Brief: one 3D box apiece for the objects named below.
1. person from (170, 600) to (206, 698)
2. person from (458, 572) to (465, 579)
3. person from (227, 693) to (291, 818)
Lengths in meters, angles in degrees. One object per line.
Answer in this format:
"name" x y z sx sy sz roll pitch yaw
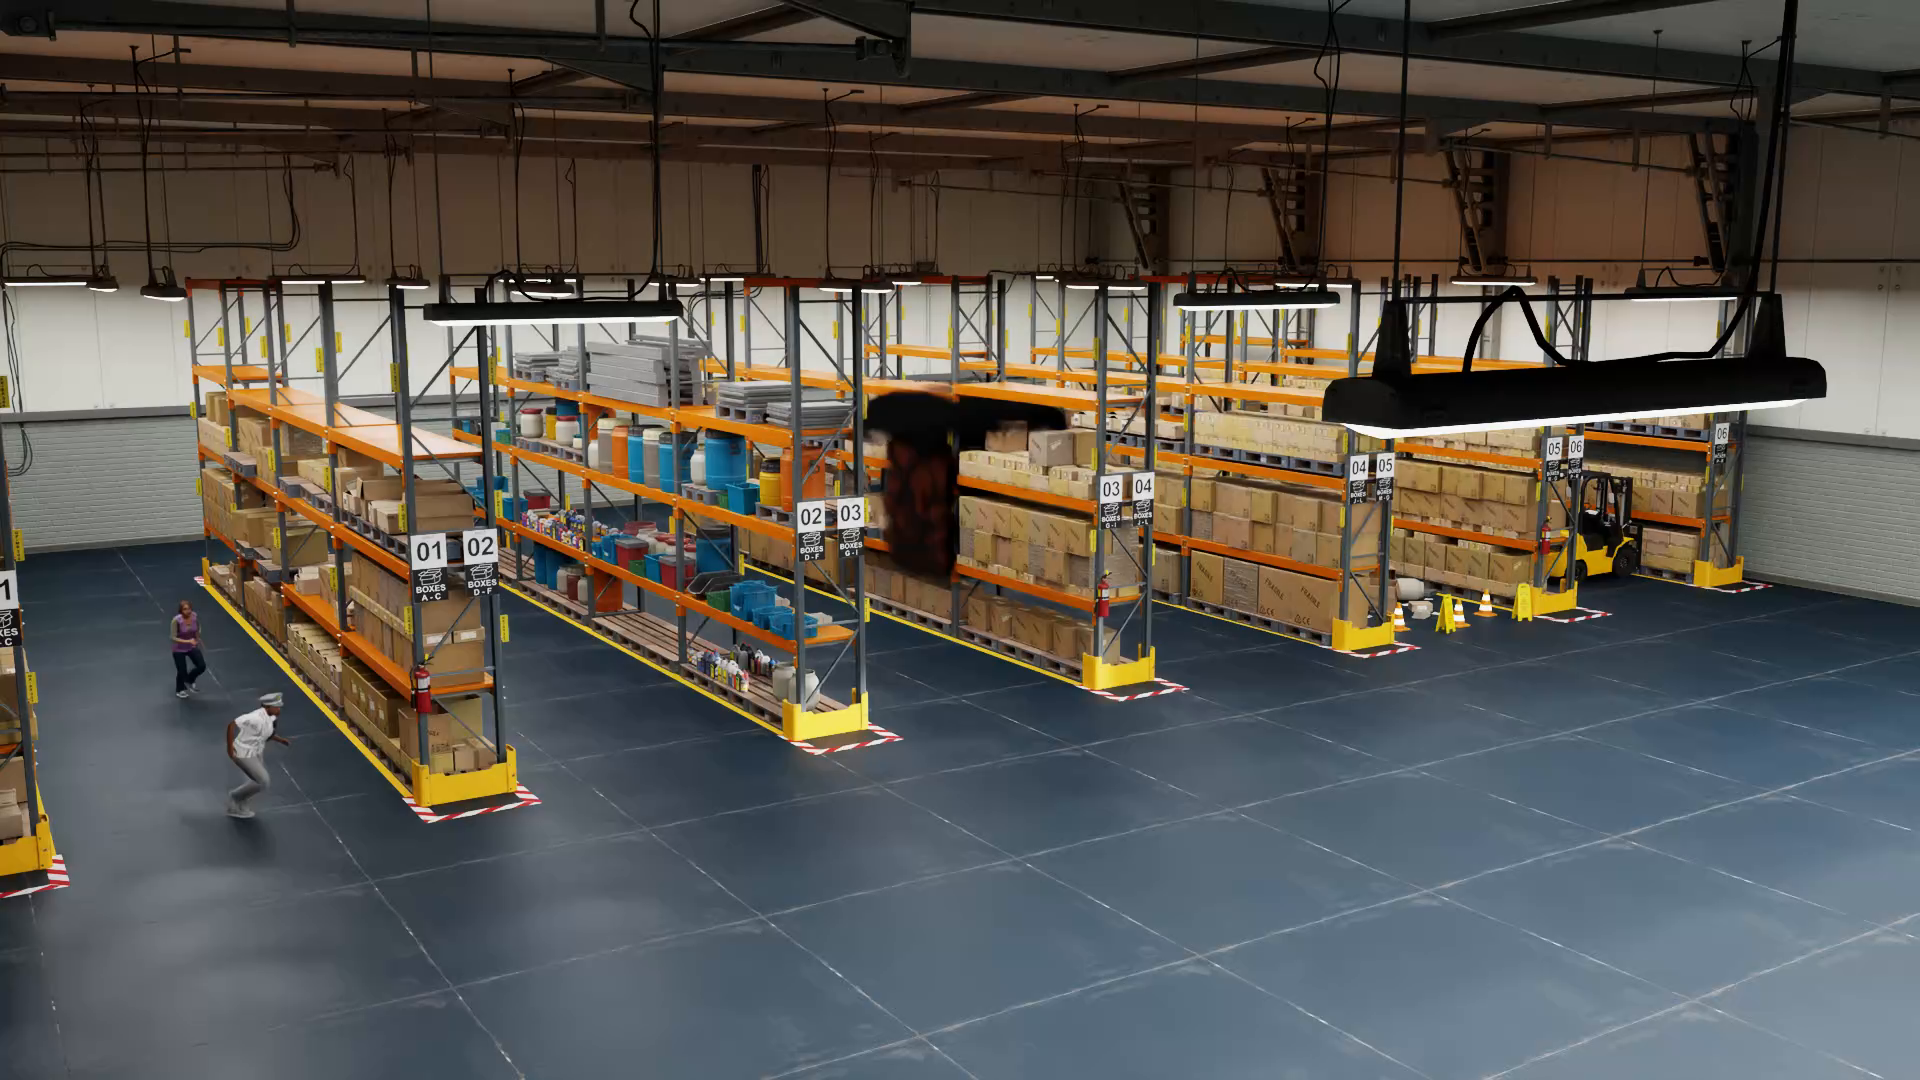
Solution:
"person" -11.194 1.583 24.103 0.784 1.494 0.544 8 12 39
"person" -8.842 0.425 29.823 0.562 1.530 0.749 -8 13 -41
"person" -8.012 2.473 18.873 0.812 1.486 0.608 2 10 10
